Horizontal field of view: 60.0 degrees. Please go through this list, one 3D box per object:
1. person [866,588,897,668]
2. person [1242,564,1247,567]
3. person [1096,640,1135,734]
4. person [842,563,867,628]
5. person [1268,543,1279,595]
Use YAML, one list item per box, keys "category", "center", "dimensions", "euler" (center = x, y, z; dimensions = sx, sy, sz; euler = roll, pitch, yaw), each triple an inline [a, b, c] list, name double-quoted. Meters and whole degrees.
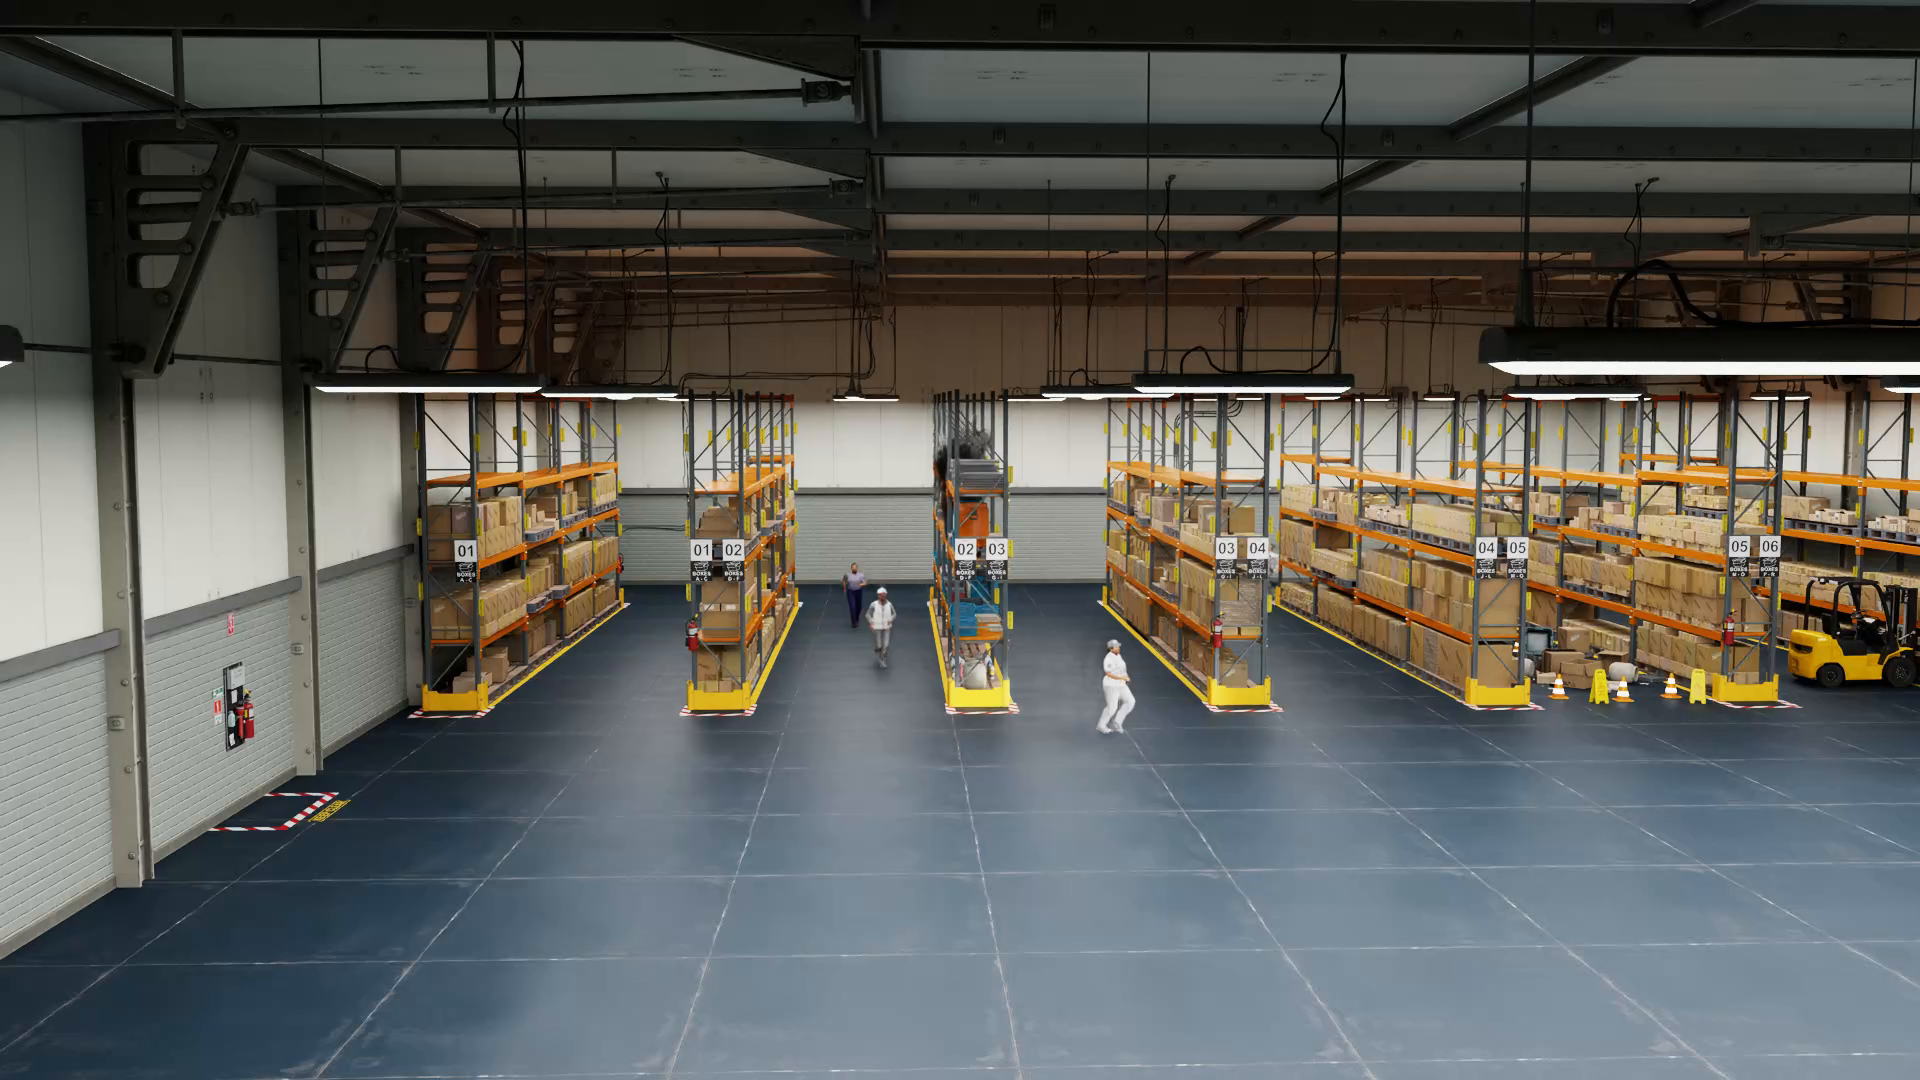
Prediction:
- category: "person"
  center: [-1.712, 1.904, 36.275]
  dimensions: [0.671, 1.728, 0.597]
  euler: [-1, 5, -14]
- category: "person"
  center: [7.895, 1.066, 47.136]
  dimensions: [0.588, 1.697, 0.874]
  euler: [1, 5, 15]
- category: "person"
  center: [2.699, 2.554, 28.914]
  dimensions: [0.648, 1.663, 0.610]
  euler: [3, 5, 32]
- category: "person"
  center: [-2.710, 1.400, 42.790]
  dimensions: [0.607, 1.632, 0.906]
  euler: [-1, 5, -9]
- category: "person"
  center: [9.039, 0.931, 48.683]
  dimensions: [0.740, 1.710, 0.682]
  euler: [-2, 5, -24]
